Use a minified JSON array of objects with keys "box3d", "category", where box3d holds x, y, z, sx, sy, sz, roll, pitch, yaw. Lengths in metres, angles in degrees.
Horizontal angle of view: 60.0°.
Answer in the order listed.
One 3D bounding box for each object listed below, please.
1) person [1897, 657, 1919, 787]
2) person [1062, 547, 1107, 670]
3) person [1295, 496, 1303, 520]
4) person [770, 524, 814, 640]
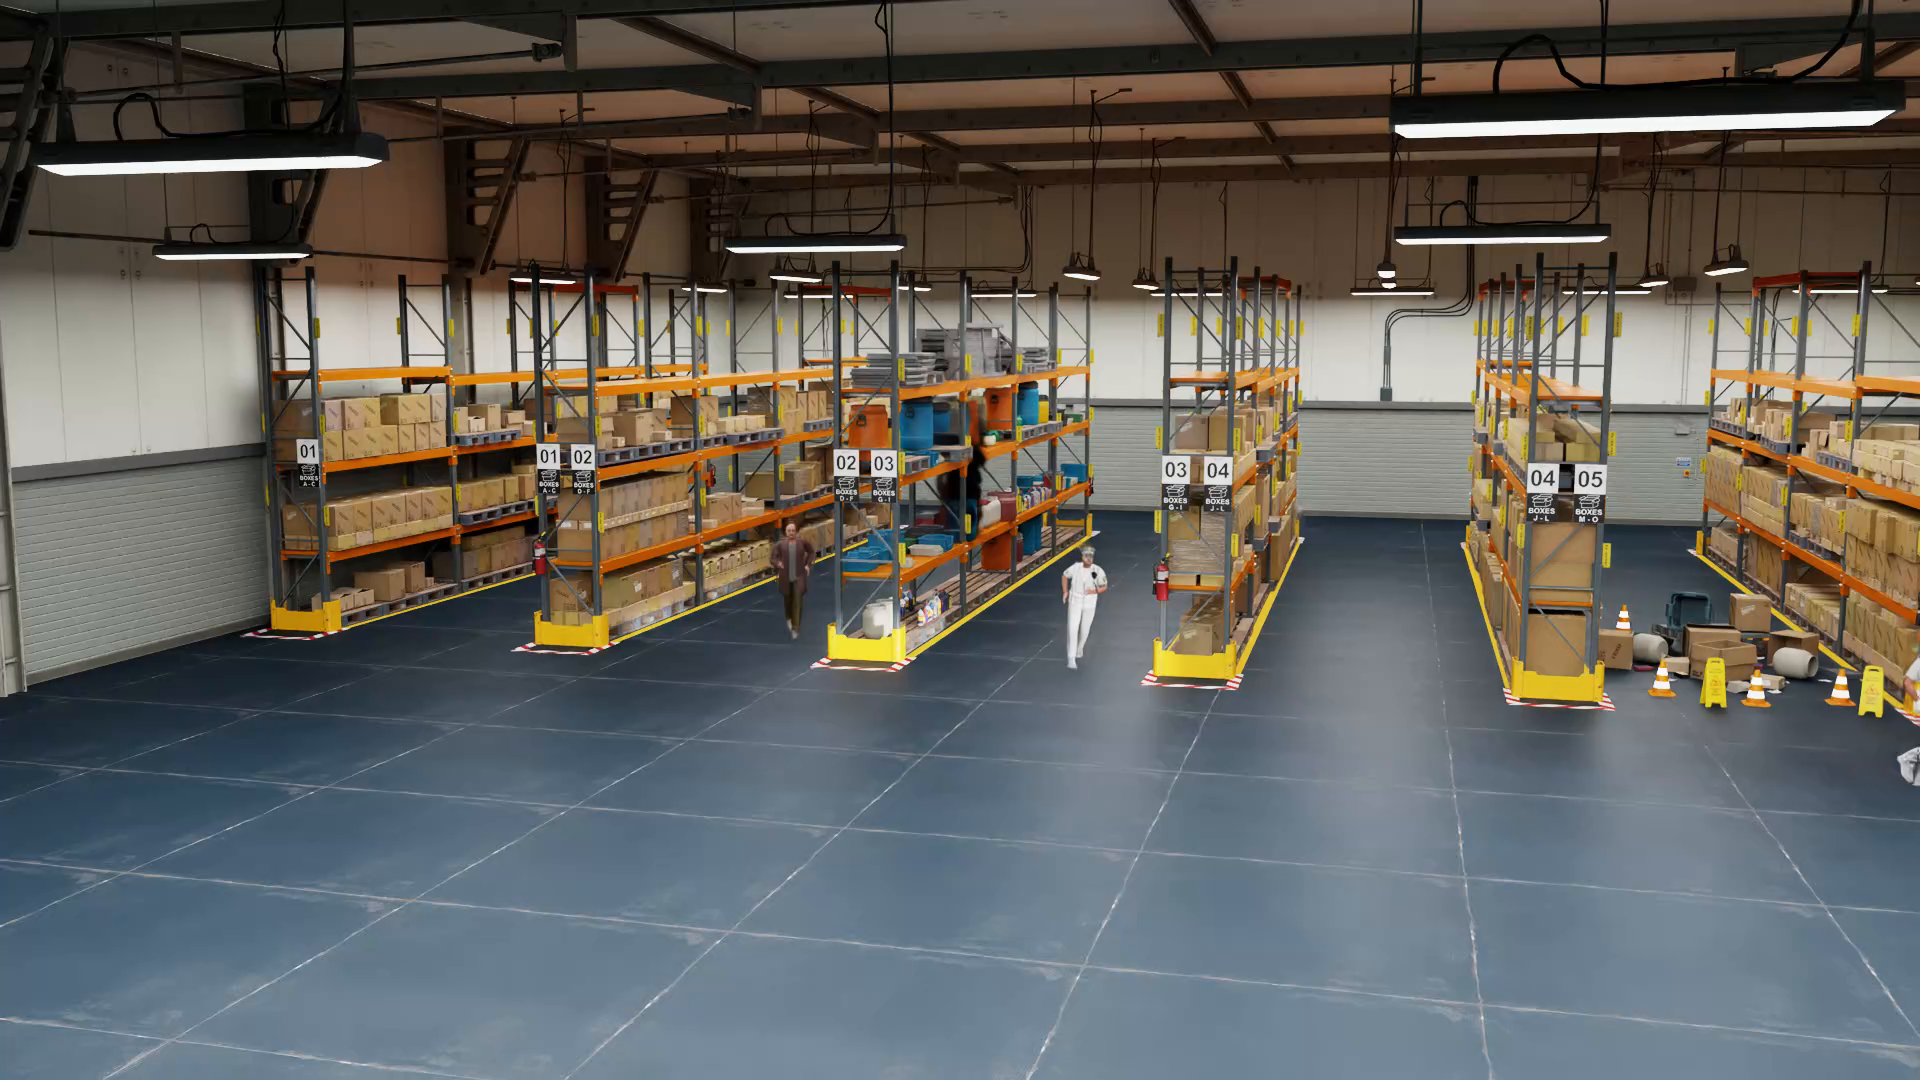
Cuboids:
[{"box3d":[10.631,1.857,18.064,0.666,1.746,0.618,-4,8,-28],"category":"person"},{"box3d":[1.864,0.990,24.901,0.673,1.821,0.890,0,7,1],"category":"person"},{"box3d":[7.906,-0.928,40.214,0.678,1.759,0.671,5,9,35],"category":"person"},{"box3d":[-2.670,0.632,26.480,0.710,1.788,1.036,-1,7,-5],"category":"person"}]
